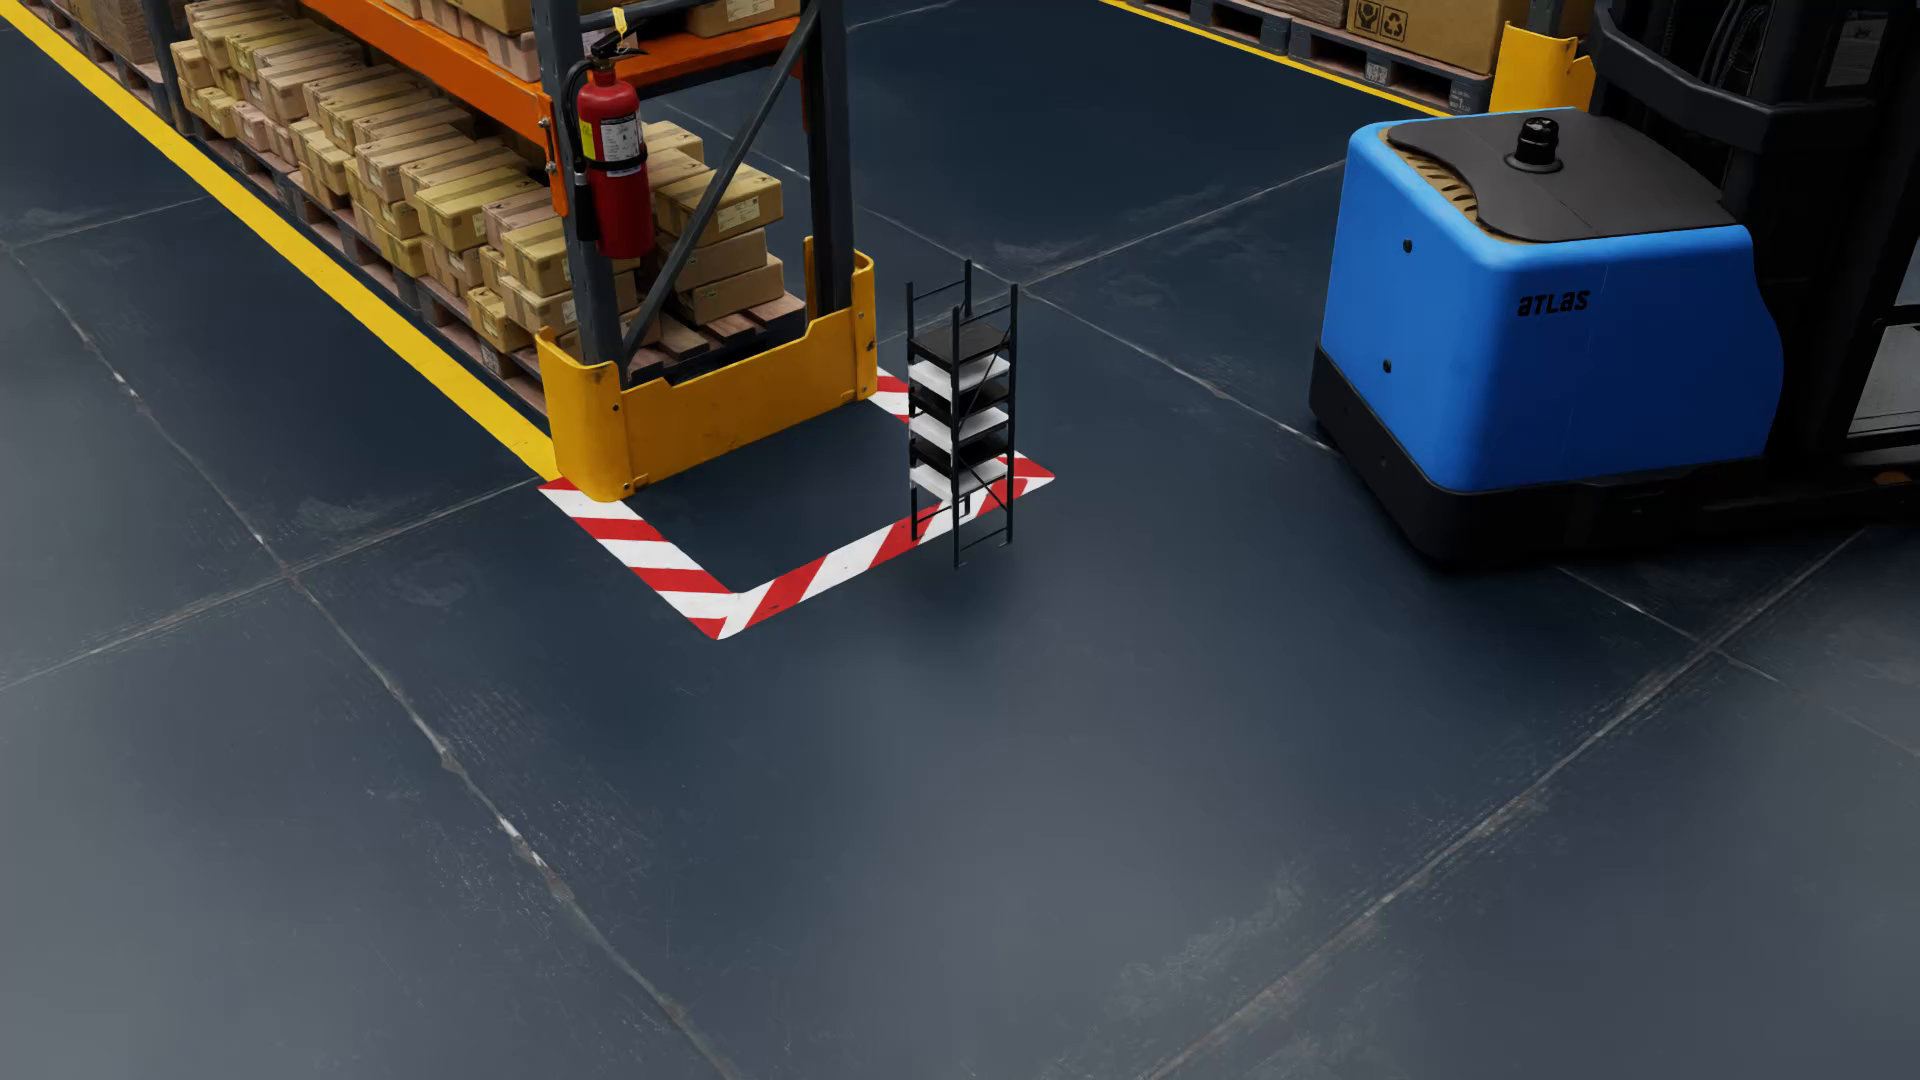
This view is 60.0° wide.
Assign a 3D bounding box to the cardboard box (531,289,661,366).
[{"bbox_3d":[-1.278,-0.752,5.820,0.380,0.149,0.250,-25,42,-31],"label":"cardboard box"}]

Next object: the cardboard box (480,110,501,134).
[{"bbox_3d":[-1.722,-1.772,6.745,0.380,0.149,0.250,-25,42,-31],"label":"cardboard box"}]

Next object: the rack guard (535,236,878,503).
[{"bbox_3d":[-0.828,-0.603,5.669,1.175,0.500,0.348,-26,43,-32],"label":"rack guard"}]

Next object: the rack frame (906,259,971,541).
[{"bbox_3d":[-0.060,-0.409,5.048,0.240,0.900,0.006,-26,43,-32],"label":"rack frame"}]

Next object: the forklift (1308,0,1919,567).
[{"bbox_3d":[2.784,-1.544,4.894,3.031,2.935,1.130,-7,36,-10],"label":"forklift"}]

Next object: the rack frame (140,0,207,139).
[{"bbox_3d":[-3.360,-3.356,7.393,1.000,3.000,0.127,-26,43,-32],"label":"rack frame"}]

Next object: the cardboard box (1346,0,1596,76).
[{"bbox_3d":[2.601,-2.952,8.298,0.875,0.875,0.875,-26,43,-32],"label":"cardboard box"}]

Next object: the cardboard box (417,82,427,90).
[{"bbox_3d":[-2.277,-1.985,7.304,0.380,0.149,0.250,-25,42,-31],"label":"cardboard box"}]

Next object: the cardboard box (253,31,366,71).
[{"bbox_3d":[-2.777,-2.033,7.114,0.380,0.149,0.250,-27,43,-33],"label":"cardboard box"}]

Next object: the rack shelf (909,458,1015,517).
[{"bbox_3d":[0.005,-0.190,5.108,0.258,0.077,0.200,-26,43,-32],"label":"rack shelf"}]

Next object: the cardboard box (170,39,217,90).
[{"bbox_3d":[-3.370,-2.206,7.615,0.380,0.149,0.250,-24,42,-30],"label":"cardboard box"}]

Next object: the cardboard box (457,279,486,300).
[{"bbox_3d":[-1.626,-0.977,6.137,0.380,0.149,0.250,-26,43,-32],"label":"cardboard box"}]

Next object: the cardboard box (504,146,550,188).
[{"bbox_3d":[-1.606,-1.499,6.617,0.380,0.149,0.250,-28,44,-34],"label":"cardboard box"}]

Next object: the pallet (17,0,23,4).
[{"bbox_3d":[-5.438,-3.638,10.204,1.003,0.211,1.213,-26,43,-32],"label":"pallet"}]

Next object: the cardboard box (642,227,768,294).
[{"bbox_3d":[-0.921,-1.046,5.978,0.380,0.149,0.250,-24,42,-30],"label":"cardboard box"}]

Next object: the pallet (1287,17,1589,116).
[{"bbox_3d":[2.500,-2.581,8.712,1.003,0.211,1.213,-26,43,-32],"label":"pallet"}]

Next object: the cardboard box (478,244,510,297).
[{"bbox_3d":[-1.465,-0.981,5.886,0.380,0.149,0.250,-27,43,-33],"label":"cardboard box"}]

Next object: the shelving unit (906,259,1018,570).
[{"bbox_3d":[0.005,-0.364,4.985,0.258,0.900,0.210,-26,43,-32],"label":"shelving unit"}]

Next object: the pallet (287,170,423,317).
[{"bbox_3d":[-2.108,-1.396,7.038,1.003,0.211,1.213,-26,43,-32],"label":"pallet"}]

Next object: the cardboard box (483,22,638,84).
[{"bbox_3d":[-1.205,-1.526,5.026,0.380,0.149,0.250,-26,43,-32],"label":"cardboard box"}]

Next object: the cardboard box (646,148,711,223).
[{"bbox_3d":[-1.127,-1.275,6.044,0.380,0.149,0.250,-25,42,-31],"label":"cardboard box"}]

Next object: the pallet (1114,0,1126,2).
[{"bbox_3d":[0.925,-3.658,10.233,1.003,0.211,1.213,-26,43,-32],"label":"pallet"}]

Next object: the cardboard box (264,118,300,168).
[{"bbox_3d":[-2.797,-1.782,7.274,0.380,0.149,0.250,-27,43,-33],"label":"cardboard box"}]

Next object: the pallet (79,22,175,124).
[{"bbox_3d":[-3.863,-2.561,8.683,1.003,0.211,1.213,-26,43,-32],"label":"pallet"}]

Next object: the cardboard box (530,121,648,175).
[{"bbox_3d":[-1.415,-1.513,6.380,0.380,0.149,0.250,-28,44,-34],"label":"cardboard box"}]

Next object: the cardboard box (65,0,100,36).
[{"bbox_3d":[-4.361,-2.966,8.643,0.500,0.500,0.500,-27,43,-33],"label":"cardboard box"}]

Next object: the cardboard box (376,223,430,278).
[{"bbox_3d":[-2.007,-1.170,6.410,0.380,0.149,0.250,-28,44,-34],"label":"cardboard box"}]

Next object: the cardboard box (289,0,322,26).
[{"bbox_3d":[-2.931,-2.546,7.839,0.380,0.149,0.250,-25,42,-31],"label":"cardboard box"}]

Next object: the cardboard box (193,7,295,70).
[{"bbox_3d":[-3.163,-2.233,7.397,0.380,0.149,0.250,-24,42,-30],"label":"cardboard box"}]

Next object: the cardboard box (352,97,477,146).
[{"bbox_3d":[-2.116,-1.573,6.464,0.380,0.149,0.250,-28,44,-33],"label":"cardboard box"}]

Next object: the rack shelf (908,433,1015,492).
[{"bbox_3d":[0.005,-0.263,5.056,0.258,0.077,0.200,-26,43,-32],"label":"rack shelf"}]

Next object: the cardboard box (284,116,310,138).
[{"bbox_3d":[-2.622,-1.783,7.018,0.380,0.149,0.250,-24,42,-30],"label":"cardboard box"}]

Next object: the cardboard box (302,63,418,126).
[{"bbox_3d":[-2.436,-1.801,6.786,0.380,0.149,0.250,-28,44,-34],"label":"cardboard box"}]

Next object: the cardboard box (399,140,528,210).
[{"bbox_3d":[-1.815,-1.317,6.103,0.380,0.149,0.250,-28,44,-33],"label":"cardboard box"}]

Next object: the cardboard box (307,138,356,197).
[{"bbox_3d":[-2.368,-1.530,6.660,0.380,0.149,0.250,-26,43,-31],"label":"cardboard box"}]

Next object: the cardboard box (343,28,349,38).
[{"bbox_3d":[-2.570,-2.341,7.549,0.380,0.149,0.250,-26,43,-32],"label":"cardboard box"}]

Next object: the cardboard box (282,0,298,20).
[{"bbox_3d":[-3.634,-2.932,8.594,0.500,0.500,0.500,-24,42,-30],"label":"cardboard box"}]

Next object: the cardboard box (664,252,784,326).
[{"bbox_3d":[-0.872,-0.948,6.097,0.380,0.149,0.250,-25,42,-31],"label":"cardboard box"}]

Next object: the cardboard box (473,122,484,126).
[{"bbox_3d":[-1.980,-1.726,6.938,0.380,0.149,0.250,-24,42,-30],"label":"cardboard box"}]

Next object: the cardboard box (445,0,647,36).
[{"bbox_3d":[-1.265,-1.854,4.929,0.500,0.500,0.500,-25,42,-31],"label":"cardboard box"}]

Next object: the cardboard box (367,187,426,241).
[{"bbox_3d":[-2.018,-1.298,6.334,0.380,0.149,0.250,-25,42,-31],"label":"cardboard box"}]

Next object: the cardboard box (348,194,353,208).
[{"bbox_3d":[-2.274,-1.438,6.788,0.380,0.149,0.250,-25,42,-31],"label":"cardboard box"}]

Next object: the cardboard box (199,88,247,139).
[{"bbox_3d":[-3.199,-1.966,7.533,0.380,0.149,0.250,-25,42,-31],"label":"cardboard box"}]

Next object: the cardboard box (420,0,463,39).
[{"bbox_3d":[-1.510,-1.755,5.349,0.380,0.149,0.250,-26,43,-32],"label":"cardboard box"}]

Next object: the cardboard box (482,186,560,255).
[{"bbox_3d":[-1.432,-1.112,5.813,0.380,0.149,0.250,-25,42,-31],"label":"cardboard box"}]

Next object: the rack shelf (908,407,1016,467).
[{"bbox_3d":[0.005,-0.336,5.004,0.258,0.077,0.200,-26,43,-32],"label":"rack shelf"}]

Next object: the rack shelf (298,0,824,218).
[{"bbox_3d":[-2.069,-2.179,6.354,1.077,0.370,4.000,-26,43,-32],"label":"rack shelf"}]

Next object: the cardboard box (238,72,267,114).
[{"bbox_3d":[-2.954,-2.033,7.372,0.380,0.149,0.250,-26,43,-32],"label":"cardboard box"}]

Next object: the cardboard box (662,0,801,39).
[{"bbox_3d":[-0.737,-1.752,5.346,0.380,0.149,0.250,-26,43,-32],"label":"cardboard box"}]

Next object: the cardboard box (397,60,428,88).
[{"bbox_3d":[-2.217,-2.112,7.226,0.380,0.149,0.250,-28,44,-34],"label":"cardboard box"}]
